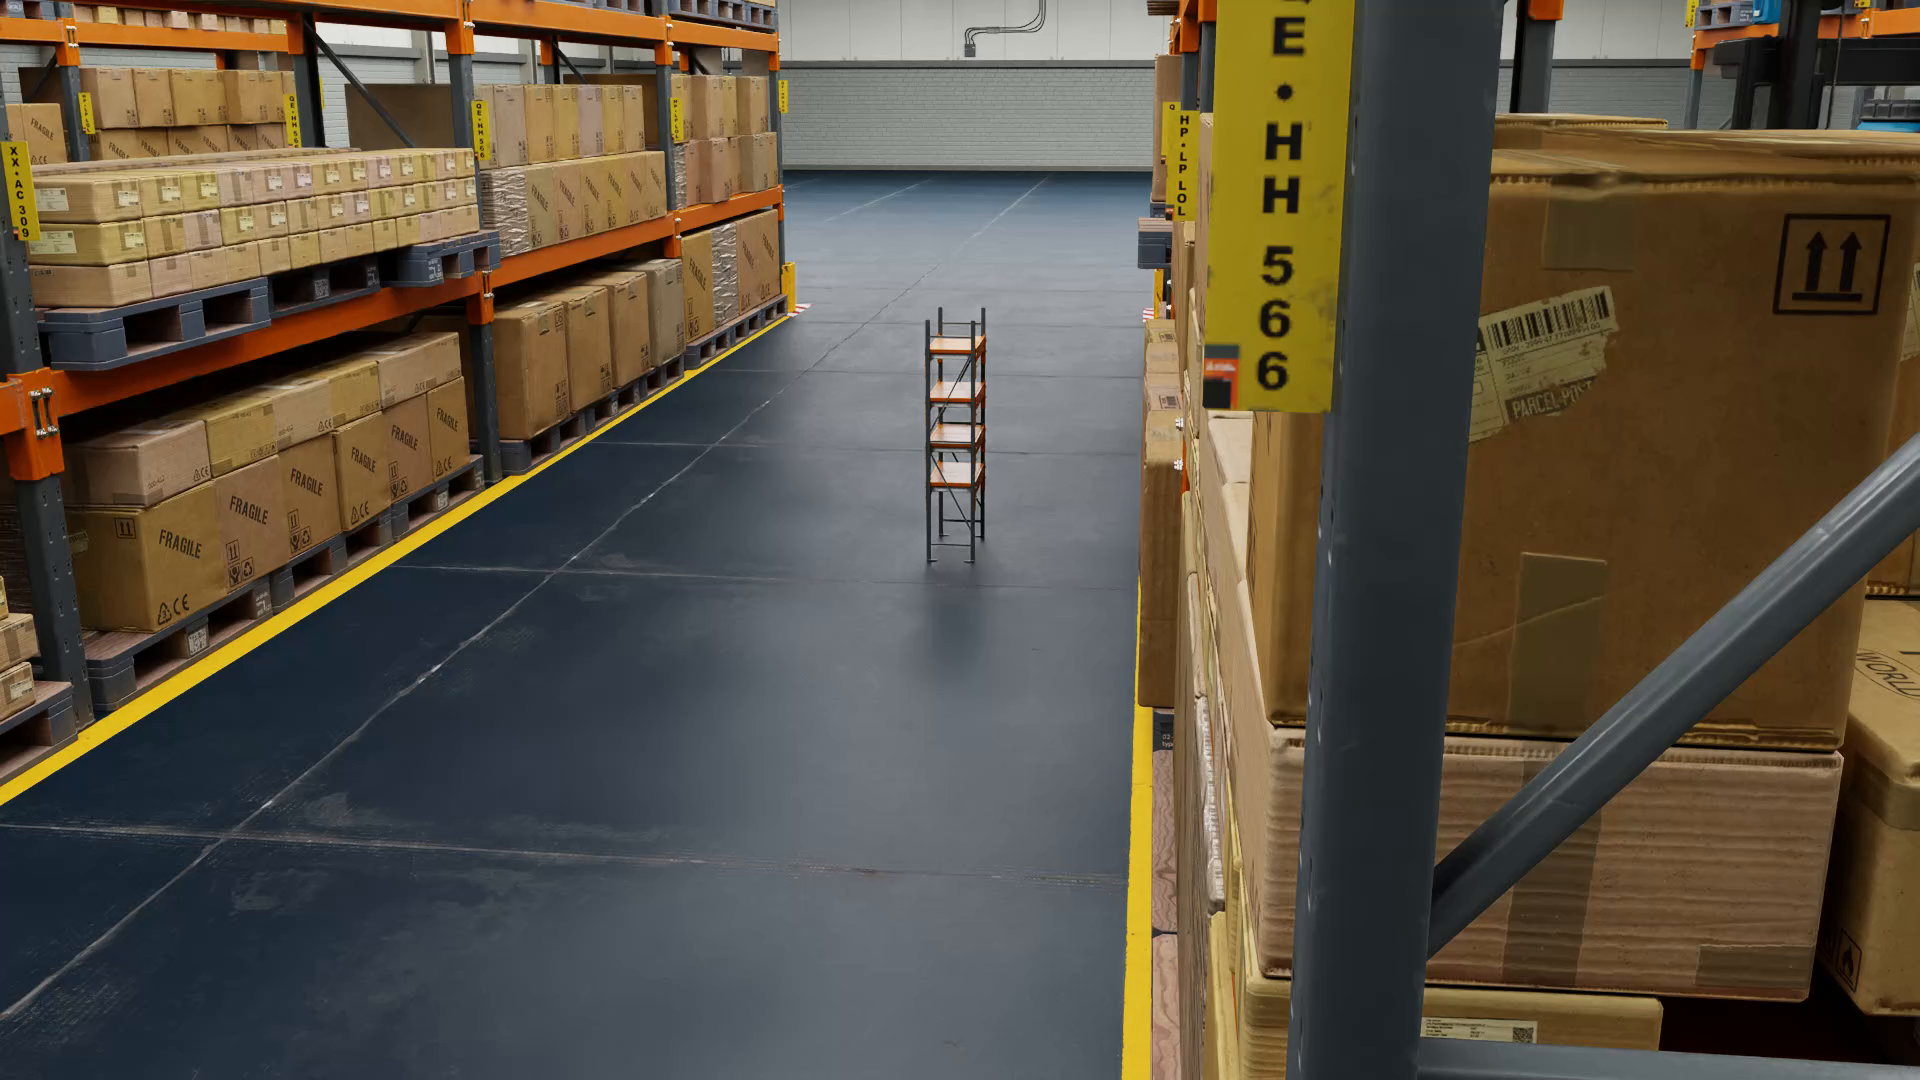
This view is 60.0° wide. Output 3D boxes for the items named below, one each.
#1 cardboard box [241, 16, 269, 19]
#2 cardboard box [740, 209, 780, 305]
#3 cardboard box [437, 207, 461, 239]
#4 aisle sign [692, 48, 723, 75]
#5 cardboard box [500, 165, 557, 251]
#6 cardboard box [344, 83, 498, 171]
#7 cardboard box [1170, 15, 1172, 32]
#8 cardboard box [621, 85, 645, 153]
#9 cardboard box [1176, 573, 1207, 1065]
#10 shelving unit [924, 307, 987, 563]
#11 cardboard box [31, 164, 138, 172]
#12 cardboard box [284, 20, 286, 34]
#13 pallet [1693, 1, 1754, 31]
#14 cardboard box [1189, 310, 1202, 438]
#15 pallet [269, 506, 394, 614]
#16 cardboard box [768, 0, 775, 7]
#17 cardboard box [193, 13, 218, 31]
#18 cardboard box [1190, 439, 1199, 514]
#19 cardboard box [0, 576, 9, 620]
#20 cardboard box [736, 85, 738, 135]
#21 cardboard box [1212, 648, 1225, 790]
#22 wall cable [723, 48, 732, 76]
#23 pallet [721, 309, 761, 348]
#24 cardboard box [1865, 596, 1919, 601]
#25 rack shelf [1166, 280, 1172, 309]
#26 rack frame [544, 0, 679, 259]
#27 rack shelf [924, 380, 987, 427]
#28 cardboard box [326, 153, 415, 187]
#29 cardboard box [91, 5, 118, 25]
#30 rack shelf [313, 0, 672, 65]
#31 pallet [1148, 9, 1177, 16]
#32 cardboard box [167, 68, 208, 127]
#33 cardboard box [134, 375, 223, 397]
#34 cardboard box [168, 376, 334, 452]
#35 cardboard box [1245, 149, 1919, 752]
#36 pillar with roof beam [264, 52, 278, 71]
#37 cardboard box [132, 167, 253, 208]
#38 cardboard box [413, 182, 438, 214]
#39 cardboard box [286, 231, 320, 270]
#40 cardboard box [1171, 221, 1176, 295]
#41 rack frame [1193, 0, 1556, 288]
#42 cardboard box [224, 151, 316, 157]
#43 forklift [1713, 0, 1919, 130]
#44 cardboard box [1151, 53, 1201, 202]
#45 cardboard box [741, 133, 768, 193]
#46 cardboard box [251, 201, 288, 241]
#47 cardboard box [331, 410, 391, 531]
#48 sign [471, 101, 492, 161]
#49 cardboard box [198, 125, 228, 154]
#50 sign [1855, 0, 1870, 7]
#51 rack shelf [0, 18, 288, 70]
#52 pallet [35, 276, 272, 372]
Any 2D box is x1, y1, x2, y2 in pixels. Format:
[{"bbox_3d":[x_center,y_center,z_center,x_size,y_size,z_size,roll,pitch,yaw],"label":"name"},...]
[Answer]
[{"bbox_3d":[-7.138,-5.248,16.296,0.500,0.250,0.500,1,15,5],"label":"cardboard box"},{"bbox_3d":[-2.358,-2.880,16.831,0.875,0.875,0.875,2,15,7],"label":"cardboard box"},{"bbox_3d":[-2.878,-1.681,8.809,0.380,0.149,0.250,2,15,6],"label":"cardboard box"},{"bbox_3d":[-2.637,-5.163,17.027,0.394,0.787,0.004,2,15,6],"label":"aisle sign"},{"bbox_3d":[-2.876,-2.094,10.469,0.500,0.500,0.500,2,15,6],"label":"cardboard box"},{"bbox_3d":[-3.189,-2.453,9.879,0.700,0.500,0.500,2,15,6],"label":"cardboard box"},{"bbox_3d":[2.259,-4.966,15.823,0.500,0.250,0.500,2,15,8],"label":"cardboard box"},{"bbox_3d":[-2.848,-3.245,12.809,0.700,0.500,0.500,1,15,5],"label":"cardboard box"},{"bbox_3d":[0.961,0.629,3.854,0.875,0.875,0.875,2,15,6],"label":"cardboard box"},{"bbox_3d":[-0.019,-0.536,8.347,0.258,1.200,0.503,2,15,6],"label":"shelving unit"},{"bbox_3d":[-3.728,-1.515,7.055,0.380,0.149,0.250,1,15,4],"label":"cardboard box"},{"bbox_3d":[-7.039,-5.226,16.977,0.380,0.149,0.250,2,15,7],"label":"cardboard box"},{"bbox_3d":[7.301,-4.707,14.940,1.003,0.211,1.213,2,15,6],"label":"pallet"},{"bbox_3d":[0.842,-0.424,4.201,0.500,0.250,0.500,2,15,6],"label":"cardboard box"},{"bbox_3d":[-3.479,0.059,8.040,1.003,0.211,1.213,2,15,6],"label":"pallet"},{"bbox_3d":[-2.047,-5.362,16.484,0.380,0.149,0.250,2,15,6],"label":"cardboard box"},{"bbox_3d":[-7.168,-4.826,15.499,0.380,0.149,0.250,2,15,6],"label":"cardboard box"},{"bbox_3d":[0.737,-0.136,3.902,0.380,0.149,0.250,1,15,5],"label":"cardboard box"},{"bbox_3d":[-3.482,0.218,5.626,0.380,0.149,0.250,2,15,8],"label":"cardboard box"},{"bbox_3d":[-2.596,-4.092,15.694,0.875,0.550,0.550,2,15,6],"label":"cardboard box"},{"bbox_3d":[0.564,0.263,2.423,0.380,0.149,0.250,2,15,7],"label":"cardboard box"},{"bbox_3d":[-8.151,-13.894,48.755,3.097,2.526,0.112,2,15,6],"label":"wall cable"},{"bbox_3d":[-2.499,-2.009,15.688,1.003,0.211,1.213,2,15,6],"label":"pallet"},{"bbox_3d":[1.139,0.119,2.193,0.500,0.250,0.500,2,15,6],"label":"cardboard box"},{"bbox_3d":[1.893,-1.805,10.968,1.077,0.370,4.000,2,15,6],"label":"rack shelf"},{"bbox_3d":[-2.798,-2.843,13.429,1.000,3.000,0.127,2,15,6],"label":"rack frame"},{"bbox_3d":[-0.019,-0.687,8.306,0.258,0.148,0.480,2,15,6],"label":"rack shelf"},{"bbox_3d":[-2.936,-1.831,8.225,0.380,0.149,0.250,2,15,8],"label":"cardboard box"},{"bbox_3d":[-7.361,-4.429,14.030,0.380,0.149,0.250,2,15,6],"label":"cardboard box"},{"bbox_3d":[-3.024,-3.425,11.213,1.077,0.370,4.000,2,15,6],"label":"rack shelf"},{"bbox_3d":[1.943,-3.871,11.845,1.213,0.211,1.003,2,15,6],"label":"pallet"},{"bbox_3d":[-7.300,-4.006,15.054,0.700,0.500,0.500,1,15,5],"label":"cardboard box"},{"bbox_3d":[-3.751,-0.597,7.672,0.500,0.250,0.500,1,15,4],"label":"cardboard box"},{"bbox_3d":[-3.235,-0.580,7.609,0.500,0.250,0.500,2,15,8],"label":"cardboard box"},{"bbox_3d":[0.559,-0.126,1.661,0.500,0.500,0.500,2,15,7],"label":"cardboard box"},{"bbox_3d":[-7.551,-9.873,27.934,9.100,9.000,0.400,2,15,6],"label":"pillar with roof beam"},{"bbox_3d":[-3.112,-1.429,6.737,0.380,0.149,0.250,1,15,6],"label":"cardboard box"},{"bbox_3d":[-2.908,-1.751,8.499,0.380,0.149,0.250,2,15,8],"label":"cardboard box"},{"bbox_3d":[-3.057,-1.277,7.315,0.380,0.149,0.250,1,15,5],"label":"cardboard box"},{"bbox_3d":[1.286,-1.430,8.011,0.500,0.500,0.500,1,15,5],"label":"cardboard box"},{"bbox_3d":[1.216,-0.596,5.119,1.000,3.000,0.127,2,15,6],"label":"rack frame"},{"bbox_3d":[-3.554,-1.927,8.578,0.380,0.149,0.250,2,15,6],"label":"cardboard box"},{"bbox_3d":[4.213,-1.362,8.082,1.130,2.935,3.031,4,16,13],"label":"forklift"},{"bbox_3d":[1.890,-2.961,11.912,1.000,1.000,1.000,2,15,7],"label":"cardboard box"},{"bbox_3d":[-2.384,-3.712,16.356,0.875,0.550,0.550,2,15,6],"label":"cardboard box"},{"bbox_3d":[-3.086,-1.353,7.028,0.380,0.149,0.250,2,15,9],"label":"cardboard box"},{"bbox_3d":[-3.170,-0.351,8.198,0.500,0.500,0.500,1,15,4],"label":"cardboard box"},{"bbox_3d":[-2.709,-2.313,9.402,0.100,0.325,0.005,2,15,6],"label":"sign"},{"bbox_3d":[-7.261,-3.653,15.662,0.500,0.500,0.500,2,15,7],"label":"cardboard box"},{"bbox_3d":[6.495,-3.996,11.930,0.100,0.325,0.005,2,15,6],"label":"sign"},{"bbox_3d":[-7.502,-4.582,15.492,1.077,0.370,4.000,2,15,6],"label":"rack shelf"},{"bbox_3d":[-3.470,-0.869,6.498,1.003,0.211,1.213,2,15,6],"label":"pallet"}]
